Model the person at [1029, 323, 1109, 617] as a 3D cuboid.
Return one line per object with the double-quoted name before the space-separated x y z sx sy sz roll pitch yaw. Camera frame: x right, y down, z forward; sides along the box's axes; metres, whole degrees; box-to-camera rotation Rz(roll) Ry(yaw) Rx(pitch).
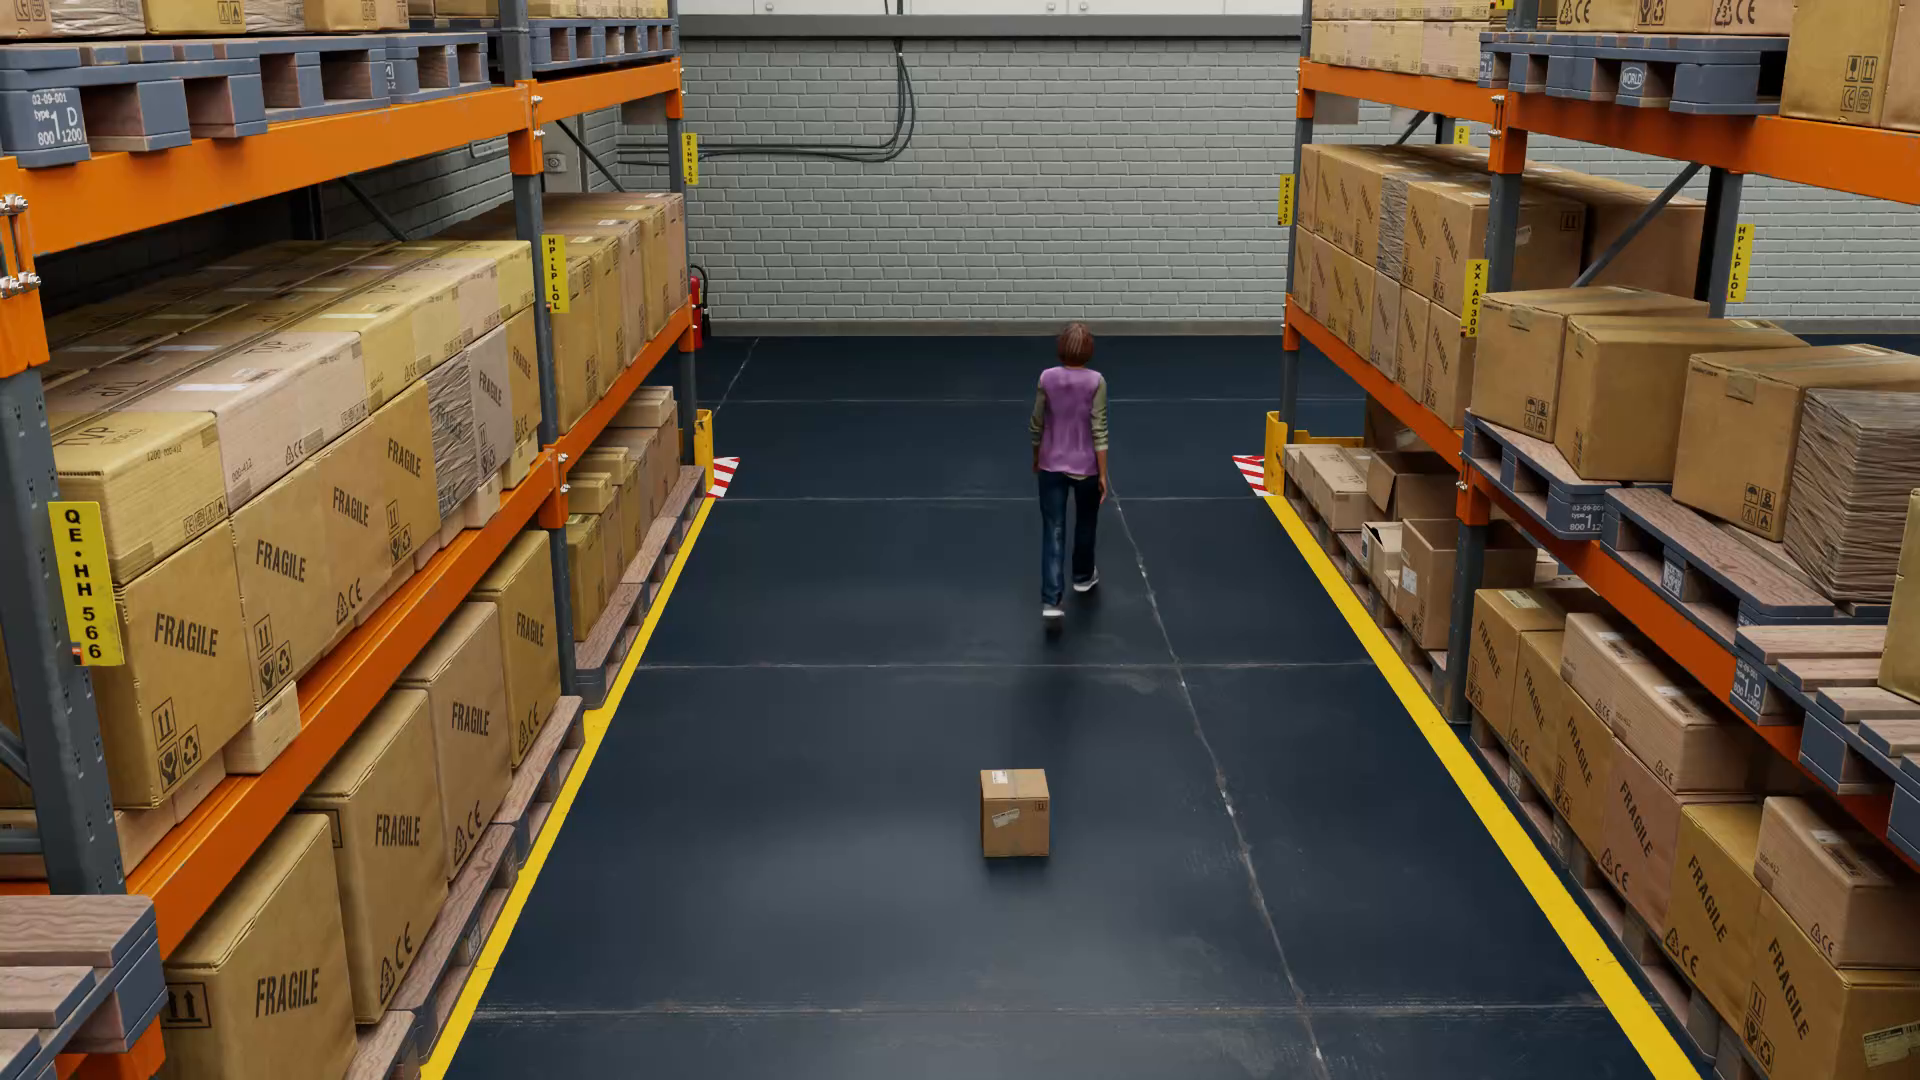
"person" 0.575 -0.392 8.796 0.436 1.542 0.942 3 18 9
